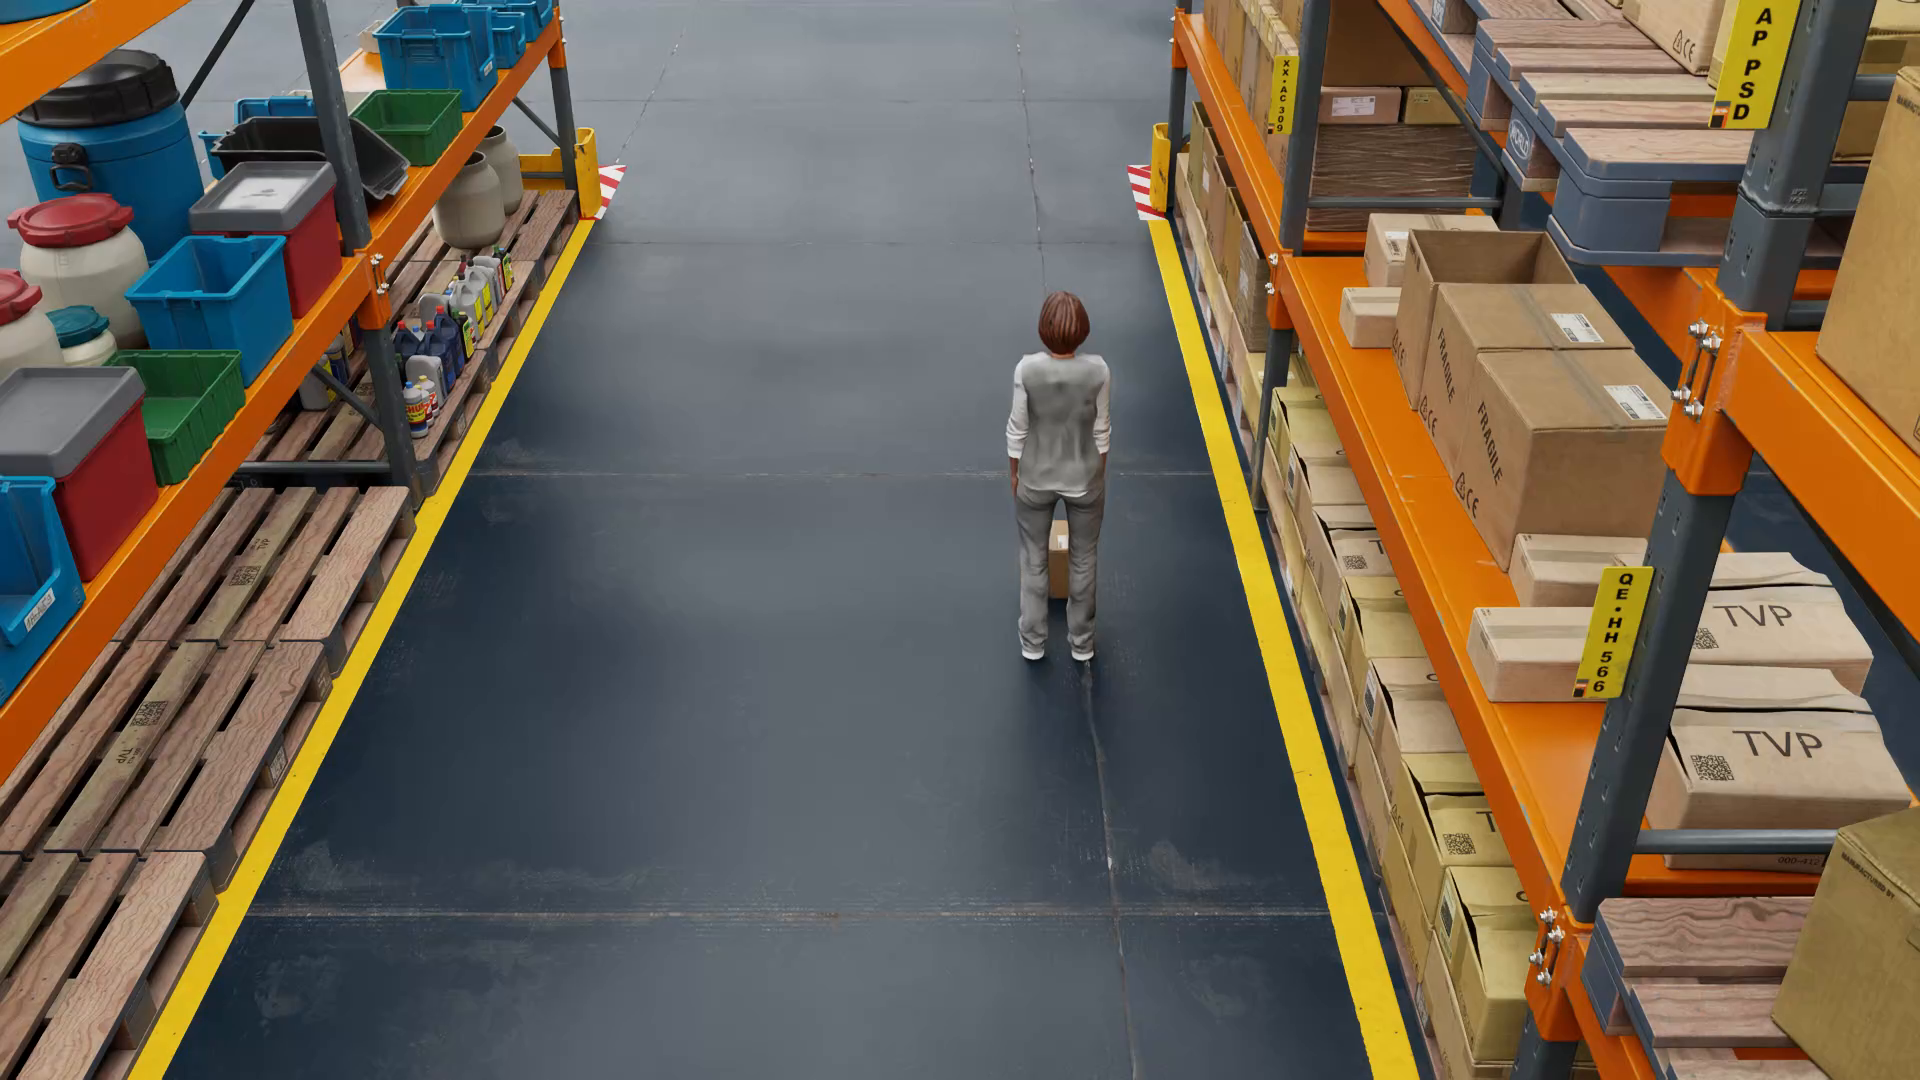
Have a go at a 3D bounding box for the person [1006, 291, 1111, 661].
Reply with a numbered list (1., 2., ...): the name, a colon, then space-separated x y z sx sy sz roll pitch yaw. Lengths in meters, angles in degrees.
1. person: 0.379 -0.233 6.522 0.405 1.595 0.304 1 32 2
